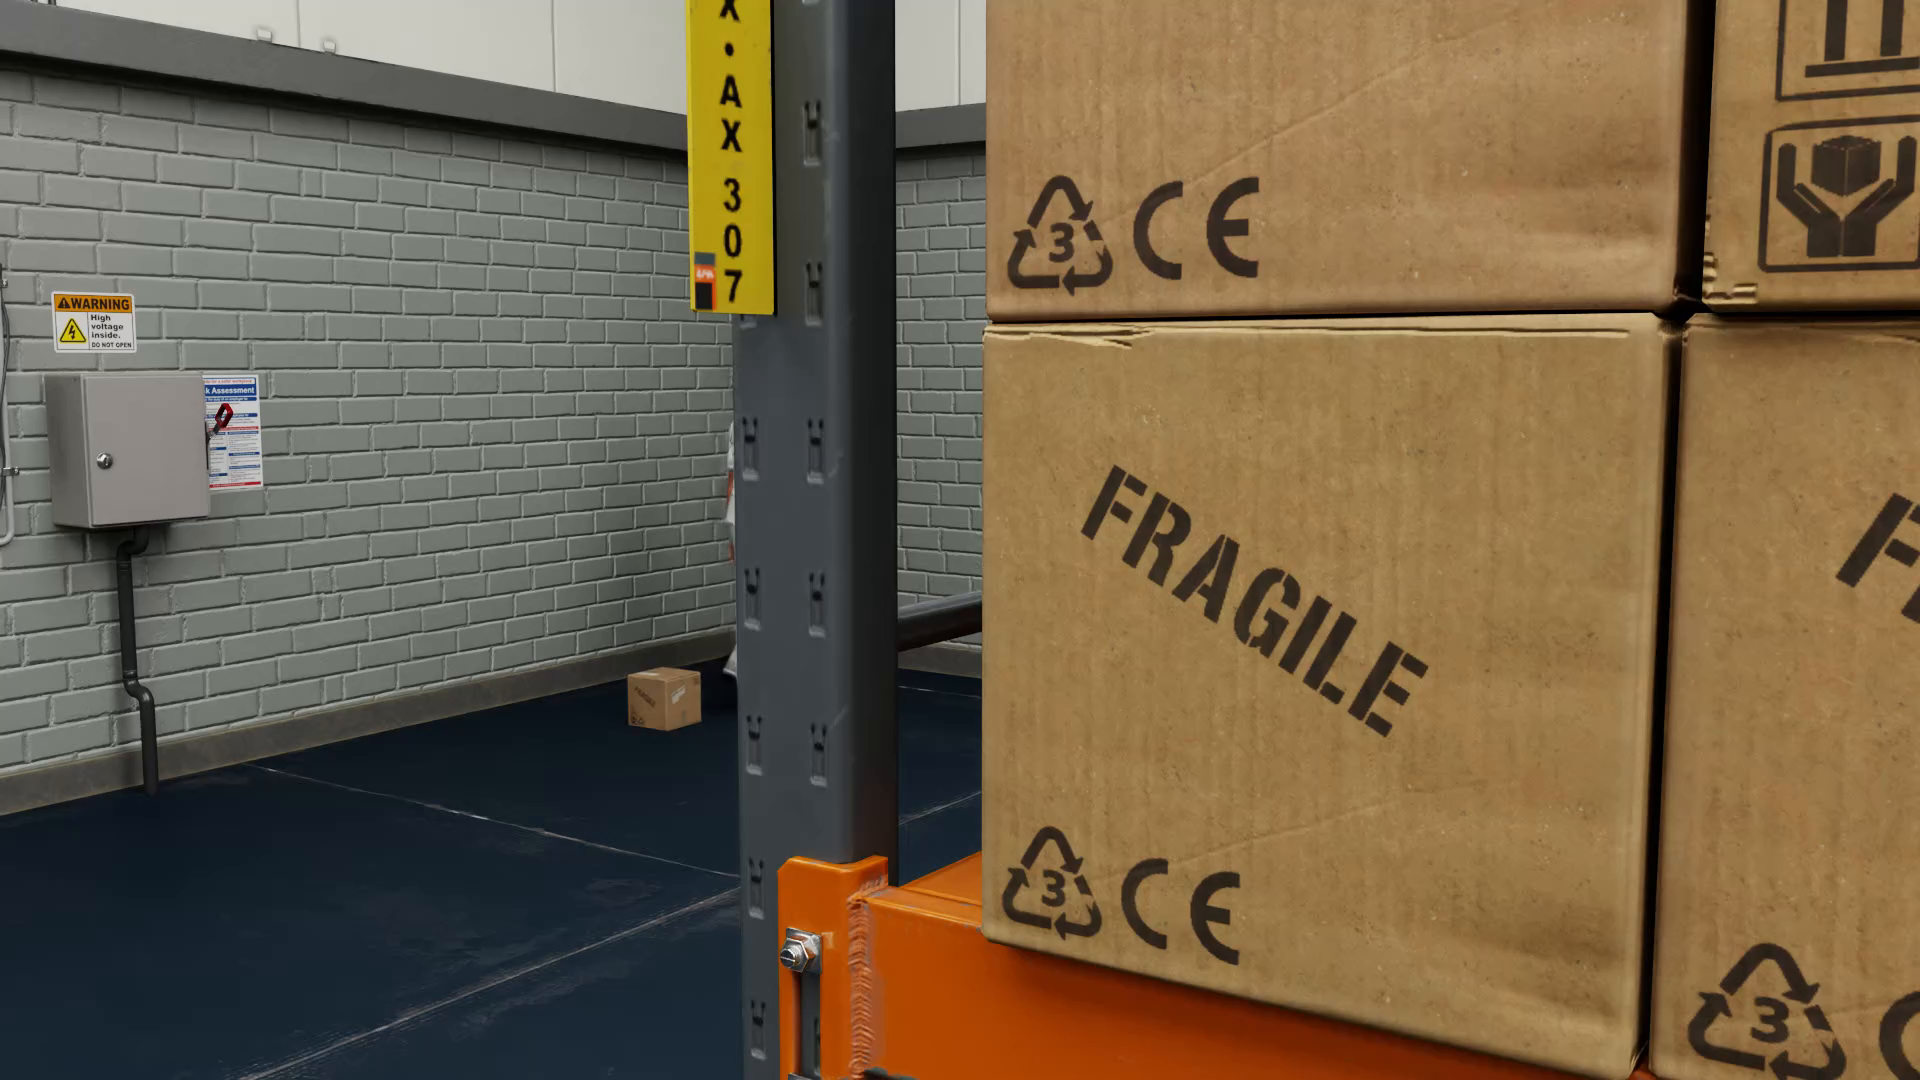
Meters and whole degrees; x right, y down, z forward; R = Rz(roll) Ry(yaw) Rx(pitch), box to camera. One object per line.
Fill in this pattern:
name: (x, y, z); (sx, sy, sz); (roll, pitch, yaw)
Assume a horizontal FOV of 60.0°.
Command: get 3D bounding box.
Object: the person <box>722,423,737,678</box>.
person: (-1.048, -0.044, 8.607); (0.568, 1.754, 0.602); (-5, 8, -41)
